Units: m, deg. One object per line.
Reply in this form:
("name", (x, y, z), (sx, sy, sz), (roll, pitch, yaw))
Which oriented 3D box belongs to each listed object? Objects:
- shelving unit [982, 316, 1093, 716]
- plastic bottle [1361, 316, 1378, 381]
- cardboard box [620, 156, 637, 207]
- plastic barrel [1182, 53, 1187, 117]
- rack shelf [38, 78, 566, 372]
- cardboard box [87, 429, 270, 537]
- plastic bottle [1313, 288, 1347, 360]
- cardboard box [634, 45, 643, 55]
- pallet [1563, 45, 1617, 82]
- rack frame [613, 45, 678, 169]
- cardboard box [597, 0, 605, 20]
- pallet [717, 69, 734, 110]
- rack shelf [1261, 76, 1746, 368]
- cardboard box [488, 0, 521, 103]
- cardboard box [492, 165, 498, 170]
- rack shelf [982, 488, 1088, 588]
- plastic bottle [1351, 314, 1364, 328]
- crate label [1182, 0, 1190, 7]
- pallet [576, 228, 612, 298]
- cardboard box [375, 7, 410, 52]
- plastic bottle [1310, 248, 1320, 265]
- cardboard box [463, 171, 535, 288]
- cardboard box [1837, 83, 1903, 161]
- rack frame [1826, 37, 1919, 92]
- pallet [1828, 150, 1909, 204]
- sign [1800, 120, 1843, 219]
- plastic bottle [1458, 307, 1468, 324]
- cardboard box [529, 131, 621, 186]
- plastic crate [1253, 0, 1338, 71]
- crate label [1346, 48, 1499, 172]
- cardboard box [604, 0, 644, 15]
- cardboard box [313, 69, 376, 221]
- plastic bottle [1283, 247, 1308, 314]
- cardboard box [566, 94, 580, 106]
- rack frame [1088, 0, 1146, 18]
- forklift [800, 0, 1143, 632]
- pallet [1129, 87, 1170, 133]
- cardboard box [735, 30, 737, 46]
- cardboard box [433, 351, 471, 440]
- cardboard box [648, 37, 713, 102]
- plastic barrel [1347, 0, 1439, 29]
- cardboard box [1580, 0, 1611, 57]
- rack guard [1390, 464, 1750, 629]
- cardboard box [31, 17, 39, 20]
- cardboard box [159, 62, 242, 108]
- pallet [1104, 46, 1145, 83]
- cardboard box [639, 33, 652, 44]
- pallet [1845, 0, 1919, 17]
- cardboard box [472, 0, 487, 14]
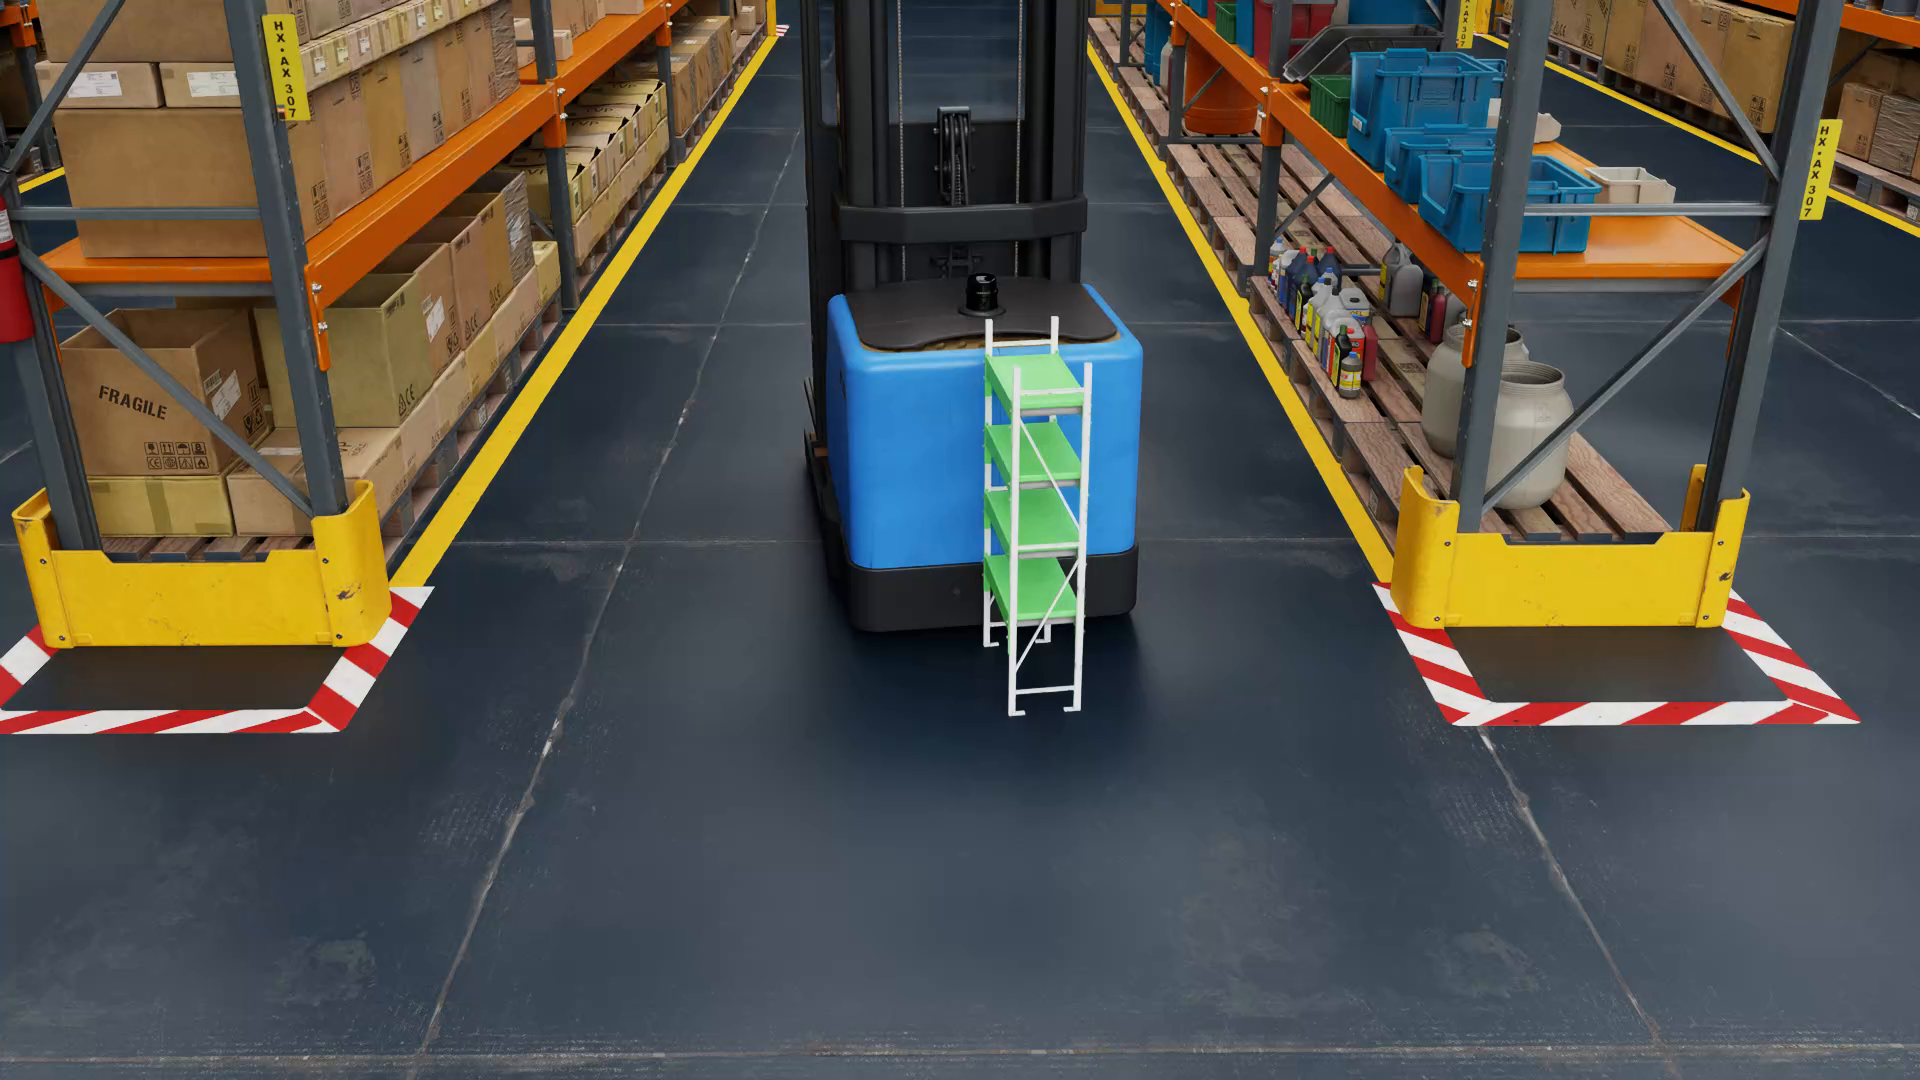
("shelving unit", (0.241, -0.078, 5.467), (0.258, 1.200, 0.503), (-4, 25, -8))
("plastic bottle", (1.935, -0.910, 7.884), (0.061, 0.283, 0.133), (0, 24, -1))
("cardboard box", (-2.509, -2.454, 11.364), (0.500, 0.250, 0.500), (0, 24, 0))
("plastic barrel", (2.057, -3.875, 14.188), (0.421, 0.512, 0.421), (0, 24, 0))
("rack shelf", (-2.713, -1.563, 7.439), (1.077, 0.370, 4.000), (0, 24, -1))
("cardboard box", (-2.993, -0.225, 6.434), (0.500, 0.250, 0.500), (0, 24, -1))
("plastic bottle", (1.821, -1.065, 8.145), (0.144, 0.351, 0.185), (1, 24, 2))
("cardboard box", (-3.029, -4.022, 14.503), (0.500, 0.500, 0.500), (-1, 24, -2))
("pallet", (7.154, -5.097, 17.765), (1.003, 0.211, 1.213), (0, 24, -1))
("rack frame", (-2.779, -4.363, 12.757), (1.000, 3.000, 0.127), (0, 24, -1))
("cardboard box", (-2.708, -3.723, 11.647), (0.380, 0.149, 0.250), (2, 24, 3))
("pallet", (-2.776, -4.406, 16.235), (1.003, 0.211, 1.213), (0, 24, -1))
("rack shelf", (2.240, -1.584, 7.484), (1.077, 0.370, 4.000), (0, 24, -1))
("cardboard box", (-2.724, -2.578, 8.688), (0.700, 0.500, 0.500), (-1, 24, -2))
("cardboard box", (-3.026, -2.074, 9.843), (0.500, 0.311, 0.500), (0, 24, -1))
("rack shelf", (0.241, -0.020, 5.493), (0.258, 0.148, 0.480), (-4, 25, -8))
("plastic bottle", (1.941, -1.016, 8.217), (0.097, 0.201, 0.097), (0, 24, 0))
("crate label", (1.804, -4.132, 12.450), (0.303, 0.233, 0.416), (0, 24, -1))
("pallet", (-2.782, -1.748, 10.358), (1.003, 0.211, 1.213), (0, 24, -1))
("cardboard box", (-2.496, -2.101, 6.847), (0.380, 0.149, 0.250), (-1, 24, -1))
("plastic bottle", (1.921, -1.433, 9.040), (0.061, 0.283, 0.133), (0, 24, -1))
("cardboard box", (-2.518, -1.599, 8.562), (0.500, 0.500, 0.500), (0, 24, -1))
("cardboard box", (7.155, -3.192, 12.666), (0.700, 0.500, 0.500), (-2, 24, -3))
("rack frame", (7.127, -4.406, 12.852), (1.000, 3.000, 0.127), (0, 24, -1))
("pallet", (7.134, -2.814, 12.715), (1.003, 0.211, 1.213), (0, 24, -1))
("sign", (2.812, -1.214, 5.459), (0.100, 0.325, 0.005), (0, 24, -1))
("plastic bottle", (2.546, -1.069, 8.336), (0.097, 0.201, 0.097), (0, 24, 0))
("cardboard box", (-2.497, -2.500, 10.784), (0.500, 0.311, 0.500), (-1, 24, -2))
("plastic crate", (1.907, -2.963, 9.583), (0.402, 0.464, 0.583), (0, 24, -1))
("crate label", (1.971, -1.861, 7.181), (0.502, 0.435, 0.616), (0, 24, -1))
("cardboard box", (-2.492, -3.879, 11.992), (0.380, 0.149, 0.250), (0, 24, -1))
("cardboard box", (-2.694, -1.521, 6.351), (0.700, 0.500, 0.500), (0, 24, 1))
("plastic bottle", (1.812, -1.395, 8.874), (0.144, 0.351, 0.185), (0, 24, 1))
("cardboard box", (-3.052, -3.124, 12.163), (0.500, 0.311, 0.500), (-1, 24, -2))
("rack frame", (2.087, -7.680, 20.092), (1.000, 3.000, 0.127), (0, 24, -1))
("forklift", (-0.096, -1.589, 6.707), (1.130, 2.935, 3.031), (-4, 25, -8))
("pallet", (2.114, -3.939, 15.204), (1.003, 0.211, 1.213), (0, 24, -1))
("cardboard box", (-2.630, -5.451, 18.067), (0.380, 0.166, 0.250), (0, 24, -1))
("cardboard box", (-2.489, -0.639, 7.350), (0.500, 0.250, 0.500), (0, 24, -1))
("cardboard box", (-2.520, -4.251, 15.008), (0.500, 0.500, 0.500), (-1, 24, -2))
("plastic barrel", (2.517, -3.125, 9.410), (0.600, 0.901, 0.708), (0, 24, -1))
("cardboard box", (7.156, -5.550, 17.450), (0.875, 0.875, 0.875), (0, 24, -1))
("rack guard", (2.214, 0.021, 6.098), (1.175, 0.500, 0.348), (0, 24, -1))
("cardboard box", (-7.612, -4.216, 14.530), (0.750, 0.750, 0.750), (0, 24, -1))
("cardboard box", (-2.480, -1.570, 5.674), (0.380, 0.149, 0.250), (0, 24, -1))
("pallet", (2.084, -5.064, 17.691), (1.003, 0.211, 1.213), (0, 24, -1))
("cardboard box", (-3.044, -4.595, 14.860), (0.500, 0.250, 0.500), (-1, 24, -2))
("pallet", (7.242, -4.025, 12.243), (1.213, 0.211, 1.003), (0, 24, -1))
("cardboard box", (-2.508, -2.627, 8.010), (0.380, 0.149, 0.250), (0, 24, -1))
